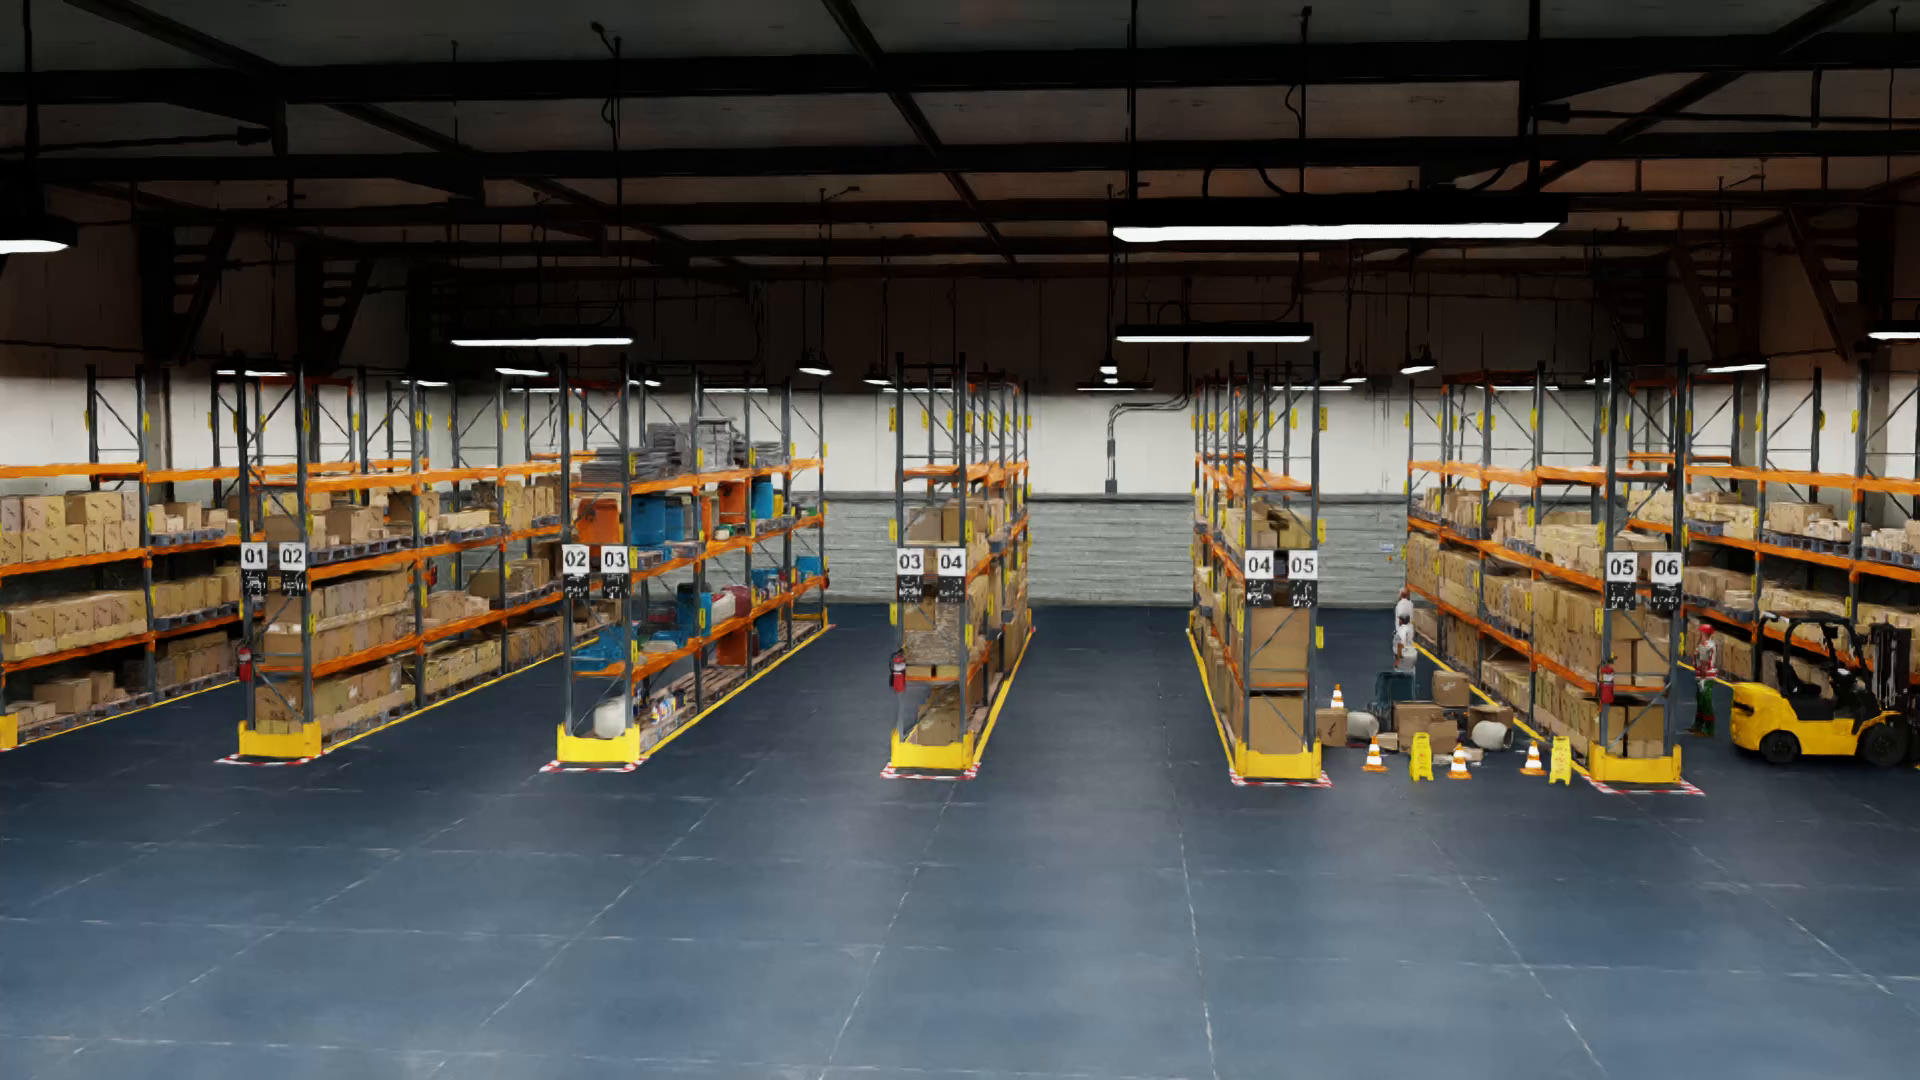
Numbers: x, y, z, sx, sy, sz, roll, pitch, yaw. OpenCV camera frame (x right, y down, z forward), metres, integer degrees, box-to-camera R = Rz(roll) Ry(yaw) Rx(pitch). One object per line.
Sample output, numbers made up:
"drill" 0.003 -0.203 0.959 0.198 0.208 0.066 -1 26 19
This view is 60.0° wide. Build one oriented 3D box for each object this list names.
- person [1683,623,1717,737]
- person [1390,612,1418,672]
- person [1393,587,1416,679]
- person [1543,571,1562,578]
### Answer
"person" 11.780 2.215 26.446 0.489 1.787 0.608 3 5 34
"person" 7.800 2.088 29.253 0.528 1.662 0.557 3 5 34
"person" 8.573 1.898 32.302 0.647 1.581 0.691 2 5 28
"person" 15.324 1.114 42.916 0.480 1.671 0.579 -2 5 -29
